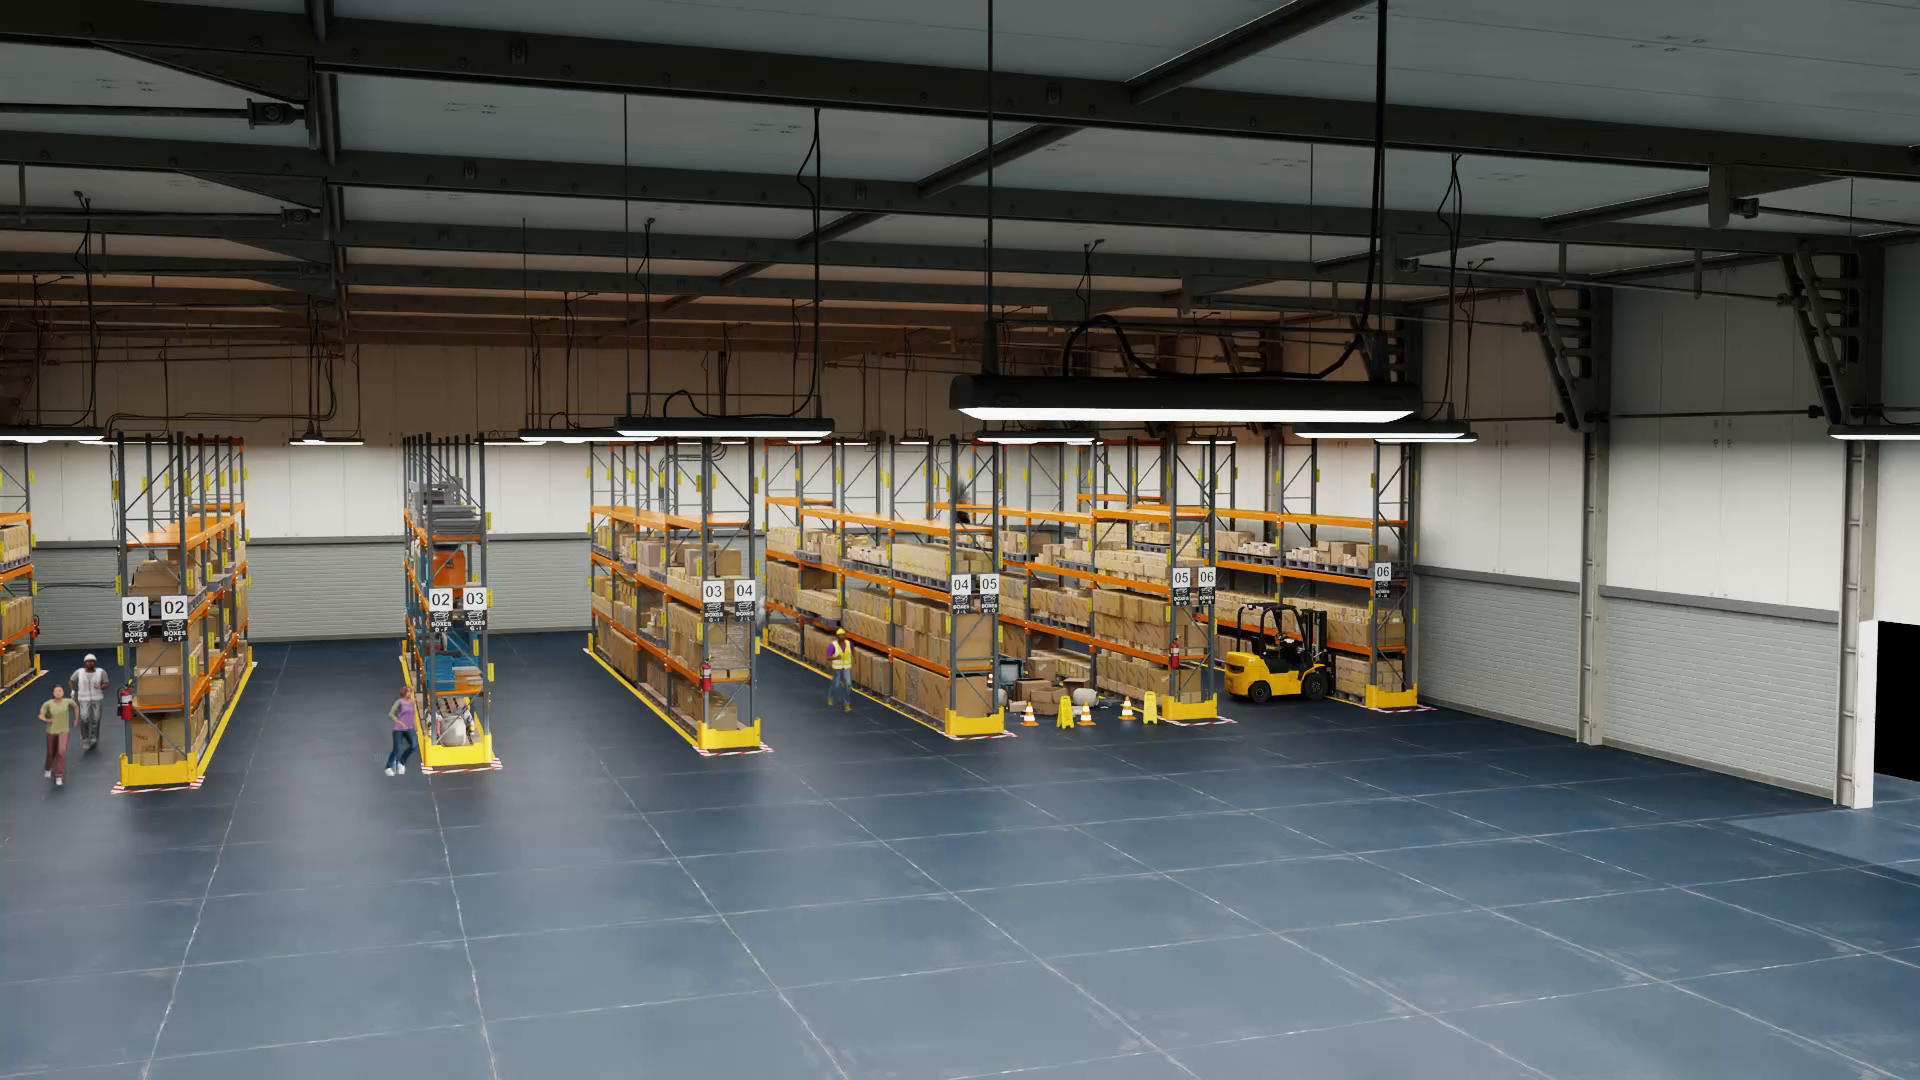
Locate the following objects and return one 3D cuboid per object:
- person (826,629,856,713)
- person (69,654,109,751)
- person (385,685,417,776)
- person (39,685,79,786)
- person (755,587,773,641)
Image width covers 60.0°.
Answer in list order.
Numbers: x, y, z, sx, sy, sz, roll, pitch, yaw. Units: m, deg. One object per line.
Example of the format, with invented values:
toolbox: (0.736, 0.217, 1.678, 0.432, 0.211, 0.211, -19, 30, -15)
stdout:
person: (-2.604, 2.828, 36.325, 0.710, 1.811, 0.913, -1, 3, -19)
person: (-16.528, 3.082, 31.601, 0.654, 1.824, 0.744, -2, 4, -32)
person: (-9.722, 3.327, 29.114, 0.573, 1.551, 0.605, 2, 4, 37)
person: (-15.444, 3.313, 28.517, 0.611, 1.703, 0.864, -2, 4, -28)
person: (-5.807, 2.191, 49.109, 0.531, 1.645, 0.637, -2, 4, -35)
